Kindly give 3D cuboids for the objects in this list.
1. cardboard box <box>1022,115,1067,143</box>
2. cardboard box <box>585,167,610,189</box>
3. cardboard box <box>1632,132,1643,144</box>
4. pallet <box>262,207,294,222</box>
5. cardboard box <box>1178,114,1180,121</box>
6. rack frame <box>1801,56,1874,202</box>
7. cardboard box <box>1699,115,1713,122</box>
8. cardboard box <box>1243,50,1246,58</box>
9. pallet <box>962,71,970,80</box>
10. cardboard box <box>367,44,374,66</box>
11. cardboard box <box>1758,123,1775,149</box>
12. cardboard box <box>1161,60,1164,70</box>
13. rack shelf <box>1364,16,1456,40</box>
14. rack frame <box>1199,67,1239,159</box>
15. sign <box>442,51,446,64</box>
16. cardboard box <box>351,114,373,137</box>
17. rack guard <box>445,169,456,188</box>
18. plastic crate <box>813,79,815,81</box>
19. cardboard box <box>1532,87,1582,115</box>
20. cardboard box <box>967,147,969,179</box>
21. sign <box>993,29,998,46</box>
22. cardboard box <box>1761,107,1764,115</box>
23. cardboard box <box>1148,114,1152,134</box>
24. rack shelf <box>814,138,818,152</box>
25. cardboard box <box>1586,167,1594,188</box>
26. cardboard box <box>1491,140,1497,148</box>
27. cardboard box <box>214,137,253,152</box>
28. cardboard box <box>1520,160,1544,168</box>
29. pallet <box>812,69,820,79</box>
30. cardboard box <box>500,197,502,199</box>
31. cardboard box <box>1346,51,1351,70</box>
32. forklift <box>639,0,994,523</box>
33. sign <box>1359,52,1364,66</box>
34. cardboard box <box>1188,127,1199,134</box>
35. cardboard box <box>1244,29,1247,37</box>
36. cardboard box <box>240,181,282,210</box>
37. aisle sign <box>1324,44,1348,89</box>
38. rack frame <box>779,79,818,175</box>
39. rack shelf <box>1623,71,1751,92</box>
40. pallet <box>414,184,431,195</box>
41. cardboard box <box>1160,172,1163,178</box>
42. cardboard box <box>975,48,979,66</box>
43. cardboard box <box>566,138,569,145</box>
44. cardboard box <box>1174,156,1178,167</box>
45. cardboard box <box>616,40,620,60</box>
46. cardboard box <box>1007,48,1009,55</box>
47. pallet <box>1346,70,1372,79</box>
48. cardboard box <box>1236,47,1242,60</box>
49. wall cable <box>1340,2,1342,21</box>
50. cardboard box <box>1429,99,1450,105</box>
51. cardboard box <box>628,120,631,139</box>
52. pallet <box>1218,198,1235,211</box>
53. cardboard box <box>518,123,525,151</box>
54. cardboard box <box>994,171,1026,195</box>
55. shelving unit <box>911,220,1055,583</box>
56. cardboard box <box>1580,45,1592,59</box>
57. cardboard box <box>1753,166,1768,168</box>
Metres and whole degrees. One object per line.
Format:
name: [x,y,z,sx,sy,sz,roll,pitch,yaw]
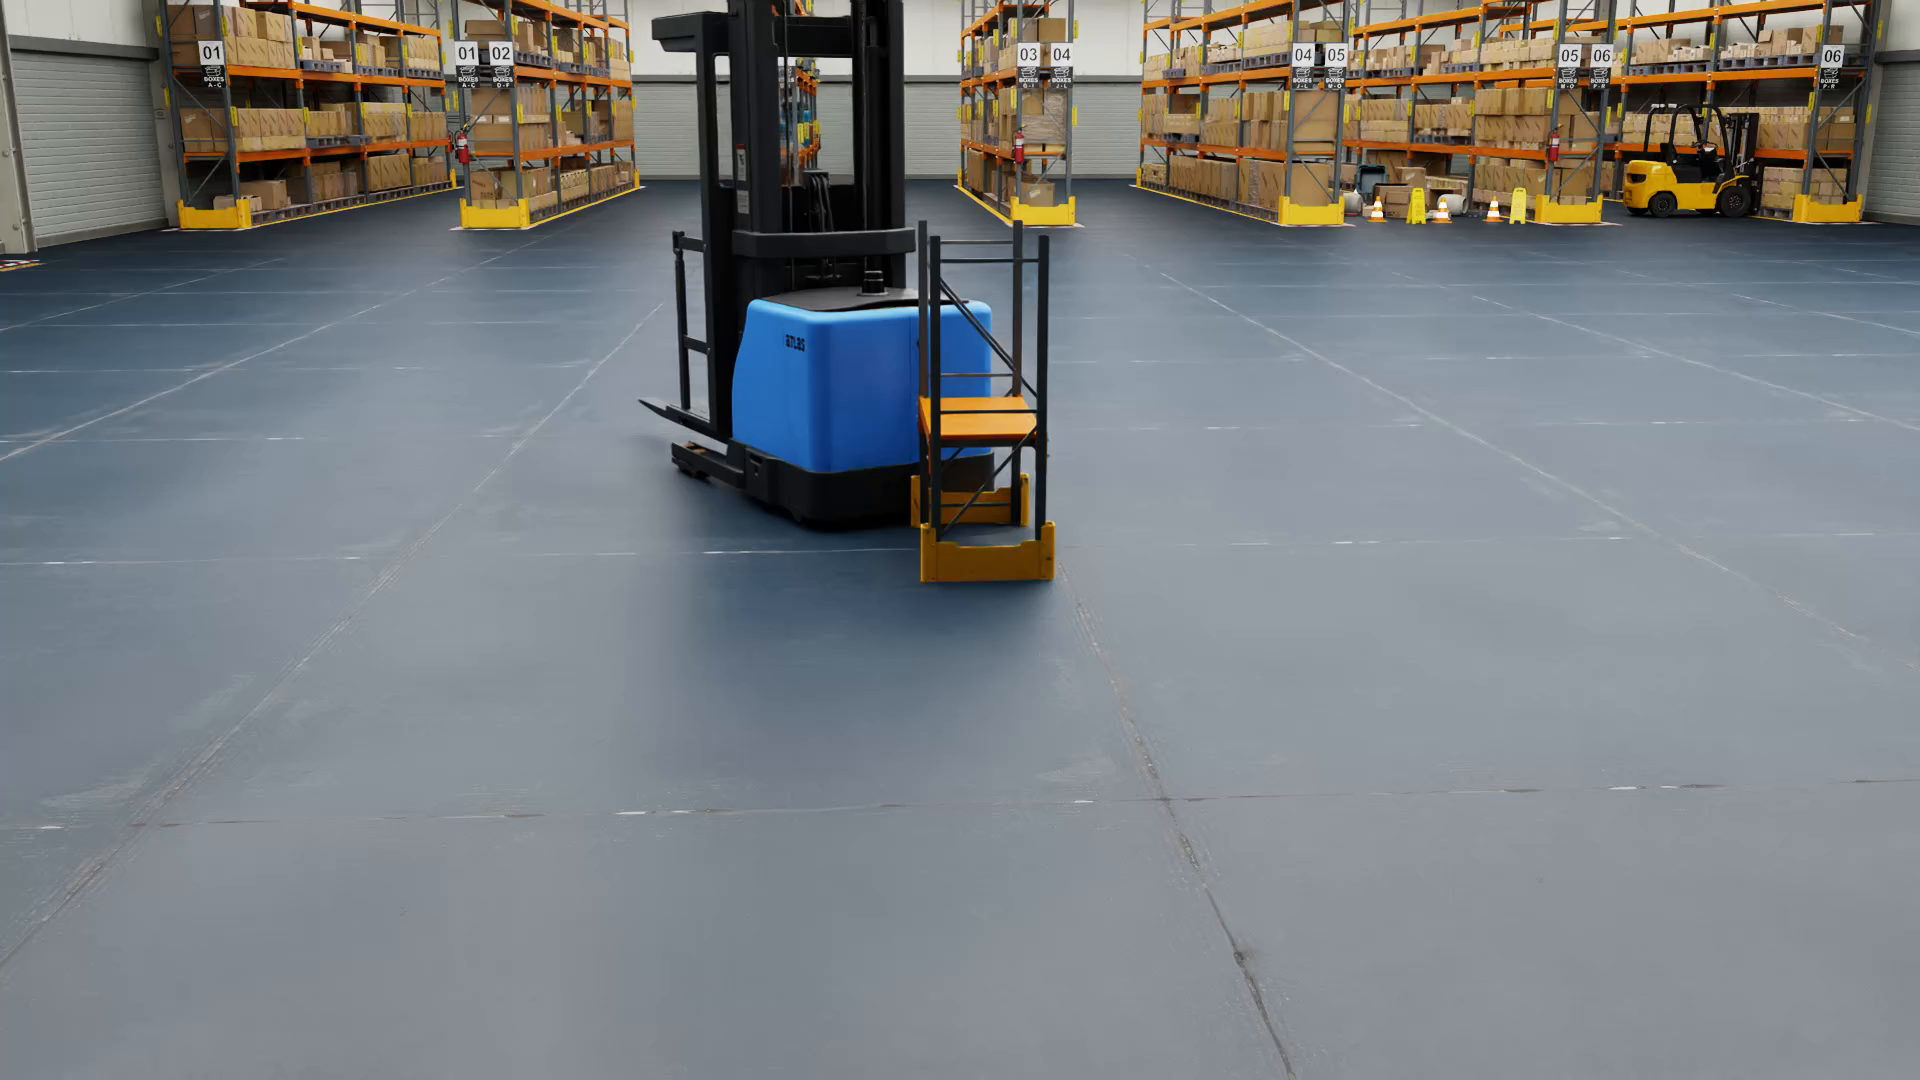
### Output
cardboard box: [1.518,-7.583,30.681,0.875,0.500,0.500,-1,14,-3]
cardboard box: [-8.737,-8.722,40.039,0.500,0.500,0.500,-1,14,-3]
cardboard box: [15.684,-9.162,37.915,0.500,0.250,0.500,-1,14,-5]
pallet: [-13.399,-6.198,31.690,1.003,0.211,1.213,-1,14,-3]
cardboard box: [5.420,-10.101,39.731,0.380,0.149,0.250,0,14,-1]
rack frame: [16.370,-7.484,31.093,1.000,3.000,0.127,-1,14,-3]
cardboard box: [15.879,-8.923,35.183,0.380,0.149,0.250,0,14,-2]
cardboard box: [5.917,-9.787,33.484,0.380,0.149,0.250,-1,14,-4]
pallet: [0.590,-12.458,44.584,1.003,0.211,1.213,-1,14,-3]
cardboard box: [-14.039,-11.239,38.584,0.700,0.500,0.500,-1,14,-3]
cardboard box: [16.022,-7.907,32.538,0.500,0.500,0.500,-1,14,-4]
cardboard box: [5.435,-12.152,42.513,0.500,0.250,0.500,-1,15,-6]
rack shelf: [10.796,-12.257,39.850,1.077,0.370,4.000,-1,14,-3]
rack frame: [5.986,-9.294,38.130,1.000,3.000,0.127,-1,14,-3]
sign: [-13.755,-12.851,44.316,0.100,0.325,0.005,-1,14,-3]
cardboard box: [-13.577,-9.340,37.471,0.500,0.500,0.500,0,14,-2]
rack guard: [-14.299,-9.798,45.106,1.175,0.500,0.348,-1,14,-3]
plastic crate: [-4.064,-12.265,44.082,0.450,0.188,0.336,-1,14,-3]
cardboard box: [11.166,-8.207,31.098,0.700,0.500,0.500,-1,14,-5]
cardboard box: [0.653,-10.249,45.261,0.875,0.875,0.875,-1,14,-3]
sign: [0.723,-10.132,33.540,0.100,0.325,0.005,-1,14,-3]
cardboard box: [16.036,-8.458,32.779,0.380,0.149,0.250,-1,14,-3]
cardboard box: [5.319,-11.106,44.373,0.500,0.500,0.500,-1,14,-3]
rack shelf: [-4.286,-10.310,43.522,1.077,0.370,4.000,-1,14,-3]
cardboard box: [15.578,-8.823,40.471,0.500,0.500,0.500,0,14,-1]
cardboard box: [10.962,-8.006,33.629,0.380,0.149,0.250,0,14,-2]
cardboard box: [-13.020,-7.087,29.812,0.500,0.250,0.500,-1,14,-5]
cardboard box: [11.016,-7.241,32.017,0.380,0.149,0.250,0,14,-2]
pallet: [-4.016,-11.329,40.397,1.213,0.211,1.003,-1,14,-3]
cardboard box: [-8.734,-6.226,30.880,0.500,0.250,0.500,-1,14,-3]
cardboard box: [10.400,-12.635,43.849,0.500,0.500,0.500,-1,14,-2]
forklift: [-1.003,-1.823,9.231,1.130,2.935,3.031,-8,17,-29]
sign: [10.118,-12.123,41.908,0.100,0.325,0.005,-1,14,-3]
cardboard box: [5.497,-9.492,38.558,0.380,0.149,0.250,-1,14,-3]
cardboard box: [5.917,-10.173,33.385,0.380,0.149,0.250,-1,14,-3]
cardboard box: [-13.291,-6.525,31.500,0.700,0.500,0.500,-2,15,-7]
aisle sign: [6.785,-8.551,30.023,0.394,0.787,0.004,-1,14,-3]
rack frame: [-4.410,-11.156,45.366,1.000,3.000,0.127,-1,14,-3]
rack shelf: [15.998,-10.080,36.609,1.077,0.370,4.000,-1,14,-3]
pallet: [-14.019,-8.848,41.992,1.003,0.211,1.213,-1,14,-3]
cardboard box: [5.372,-9.396,42.808,0.380,0.149,0.250,-2,15,-6]
cardboard box: [0.673,-12.184,42.098,0.700,0.500,0.500,-2,15,-7]
cardboard box: [-8.723,-8.653,36.141,0.380,0.149,0.250,0,14,1]
cardboard box: [5.556,-9.325,40.917,0.500,0.250,0.500,0,14,-2]
cardboard box: [-9.221,-12.690,43.100,0.700,0.500,0.500,-1,14,-3]
cardboard box: [1.108,-9.412,32.068,0.380,0.149,0.250,-1,14,-5]
pallet: [10.560,-12.307,43.996,1.003,0.211,1.213,-1,14,-3]
cardboard box: [6.030,-10.105,34.517,0.500,0.250,0.500,-1,14,-3]
wall cable: [10.542,-15.712,51.034,2.355,3.000,0.029,-1,14,-3]
cardboard box: [11.134,-10.055,38.879,0.500,0.500,0.500,-1,14,-5]
cardboard box: [-9.019,-10.893,44.142,0.500,0.500,0.500,-1,14,-3]
pallet: [6.111,-7.140,35.352,1.003,0.211,1.213,-1,14,-3]
cardboard box: [-8.416,-7.397,30.553,0.700,0.500,0.500,-1,14,-2]
cardboard box: [1.138,-7.941,37.005,0.700,0.500,0.500,-2,15,-8]
shelving unit: [0.086,-0.676,7.644,0.587,1.500,1.083,-1,14,-4]
cardboard box: [11.651,-9.060,30.902,0.500,0.250,0.500,-1,14,-4]
cardboard box: [15.927,-7.328,33.156,0.500,0.250,0.500,-1,14,-5]
